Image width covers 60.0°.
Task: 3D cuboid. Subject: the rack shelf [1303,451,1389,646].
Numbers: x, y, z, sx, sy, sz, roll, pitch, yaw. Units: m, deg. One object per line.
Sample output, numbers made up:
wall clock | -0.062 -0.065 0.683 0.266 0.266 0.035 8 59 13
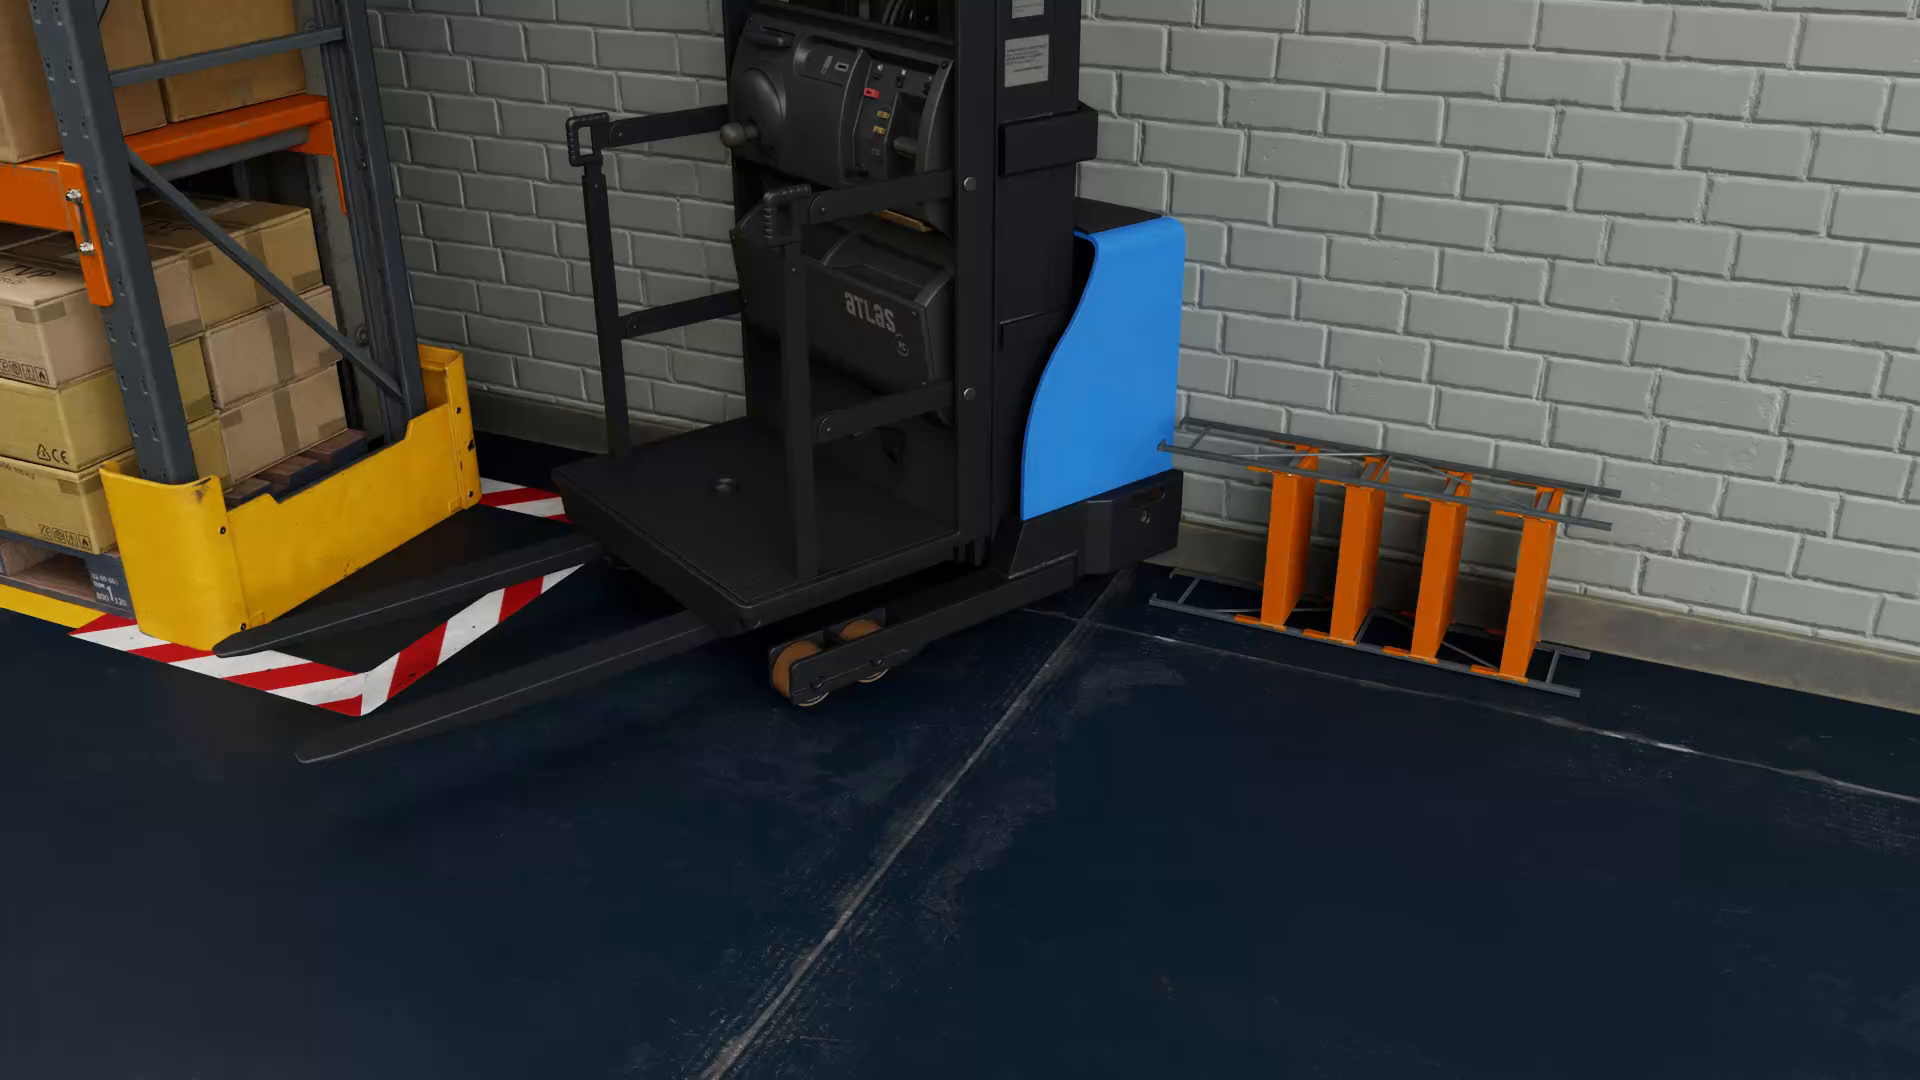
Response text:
rack shelf | 1.082 0.017 4.632 0.148 0.480 0.258 12 29 23

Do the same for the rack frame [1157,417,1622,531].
rack frame | 1.143 -0.190 4.498 1.200 0.015 0.240 12 29 23

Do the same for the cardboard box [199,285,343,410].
cardboard box | -2.331 -0.646 5.238 0.500 0.250 0.500 12 29 23

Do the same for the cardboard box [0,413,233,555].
cardboard box | -2.548 -0.211 4.921 0.500 0.250 0.500 12 28 22

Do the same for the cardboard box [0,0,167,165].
cardboard box | -2.546 -1.327 4.436 0.500 0.500 0.500 11 28 21

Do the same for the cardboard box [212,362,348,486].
cardboard box | -2.355 -0.421 5.347 0.500 0.250 0.500 11 28 22

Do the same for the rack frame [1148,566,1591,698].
rack frame | 1.143 0.248 4.714 1.200 0.015 0.240 12 29 23

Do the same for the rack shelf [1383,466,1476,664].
rack shelf | 1.284 0.059 4.545 0.148 0.480 0.258 12 29 23

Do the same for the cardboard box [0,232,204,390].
cardboard box | -2.537 -0.660 4.700 0.500 0.250 0.500 12 29 24

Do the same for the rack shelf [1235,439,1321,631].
rack shelf | 0.903 -0.021 4.709 0.148 0.480 0.258 12 29 23

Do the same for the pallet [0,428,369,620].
pallet | -2.702 -0.170 5.356 1.213 0.211 1.003 11 28 22

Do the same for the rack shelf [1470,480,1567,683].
rack shelf | 1.497 0.104 4.454 0.148 0.480 0.258 12 29 23

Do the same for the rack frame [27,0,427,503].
rack frame | -1.989 -1.298 4.490 0.127 3.000 1.000 11 28 22

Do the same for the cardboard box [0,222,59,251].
cardboard box | -3.005 -0.751 4.885 0.500 0.250 0.500 12 29 23

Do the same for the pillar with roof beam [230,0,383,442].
pillar with roof beam | -4.032 -2.748 0.644 0.400 9.000 9.100 11 28 22

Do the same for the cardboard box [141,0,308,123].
cardboard box | -2.325 -1.545 4.879 0.500 0.500 0.500 12 29 23

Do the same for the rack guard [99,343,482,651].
rack guard | -1.967 -0.172 5.033 0.348 0.500 1.175 11 28 22

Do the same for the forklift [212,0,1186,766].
forklift | -0.494 -1.143 4.253 3.031 2.935 1.130 -19 32 -34

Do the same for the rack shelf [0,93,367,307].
rack shelf | -3.810 -1.341 5.392 4.000 0.370 1.077 11 28 22

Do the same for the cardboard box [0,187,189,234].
cardboard box | -2.805 -0.955 5.299 0.500 0.250 0.500 11 28 22

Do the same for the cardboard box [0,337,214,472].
cardboard box | -2.561 -0.440 4.820 0.500 0.250 0.500 11 28 21

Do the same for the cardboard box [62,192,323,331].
cardboard box | -2.348 -0.865 5.117 0.500 0.250 0.500 11 28 21

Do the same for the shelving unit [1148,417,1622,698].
shelving unit | 1.143 0.029 4.606 1.200 0.503 0.258 12 29 23
